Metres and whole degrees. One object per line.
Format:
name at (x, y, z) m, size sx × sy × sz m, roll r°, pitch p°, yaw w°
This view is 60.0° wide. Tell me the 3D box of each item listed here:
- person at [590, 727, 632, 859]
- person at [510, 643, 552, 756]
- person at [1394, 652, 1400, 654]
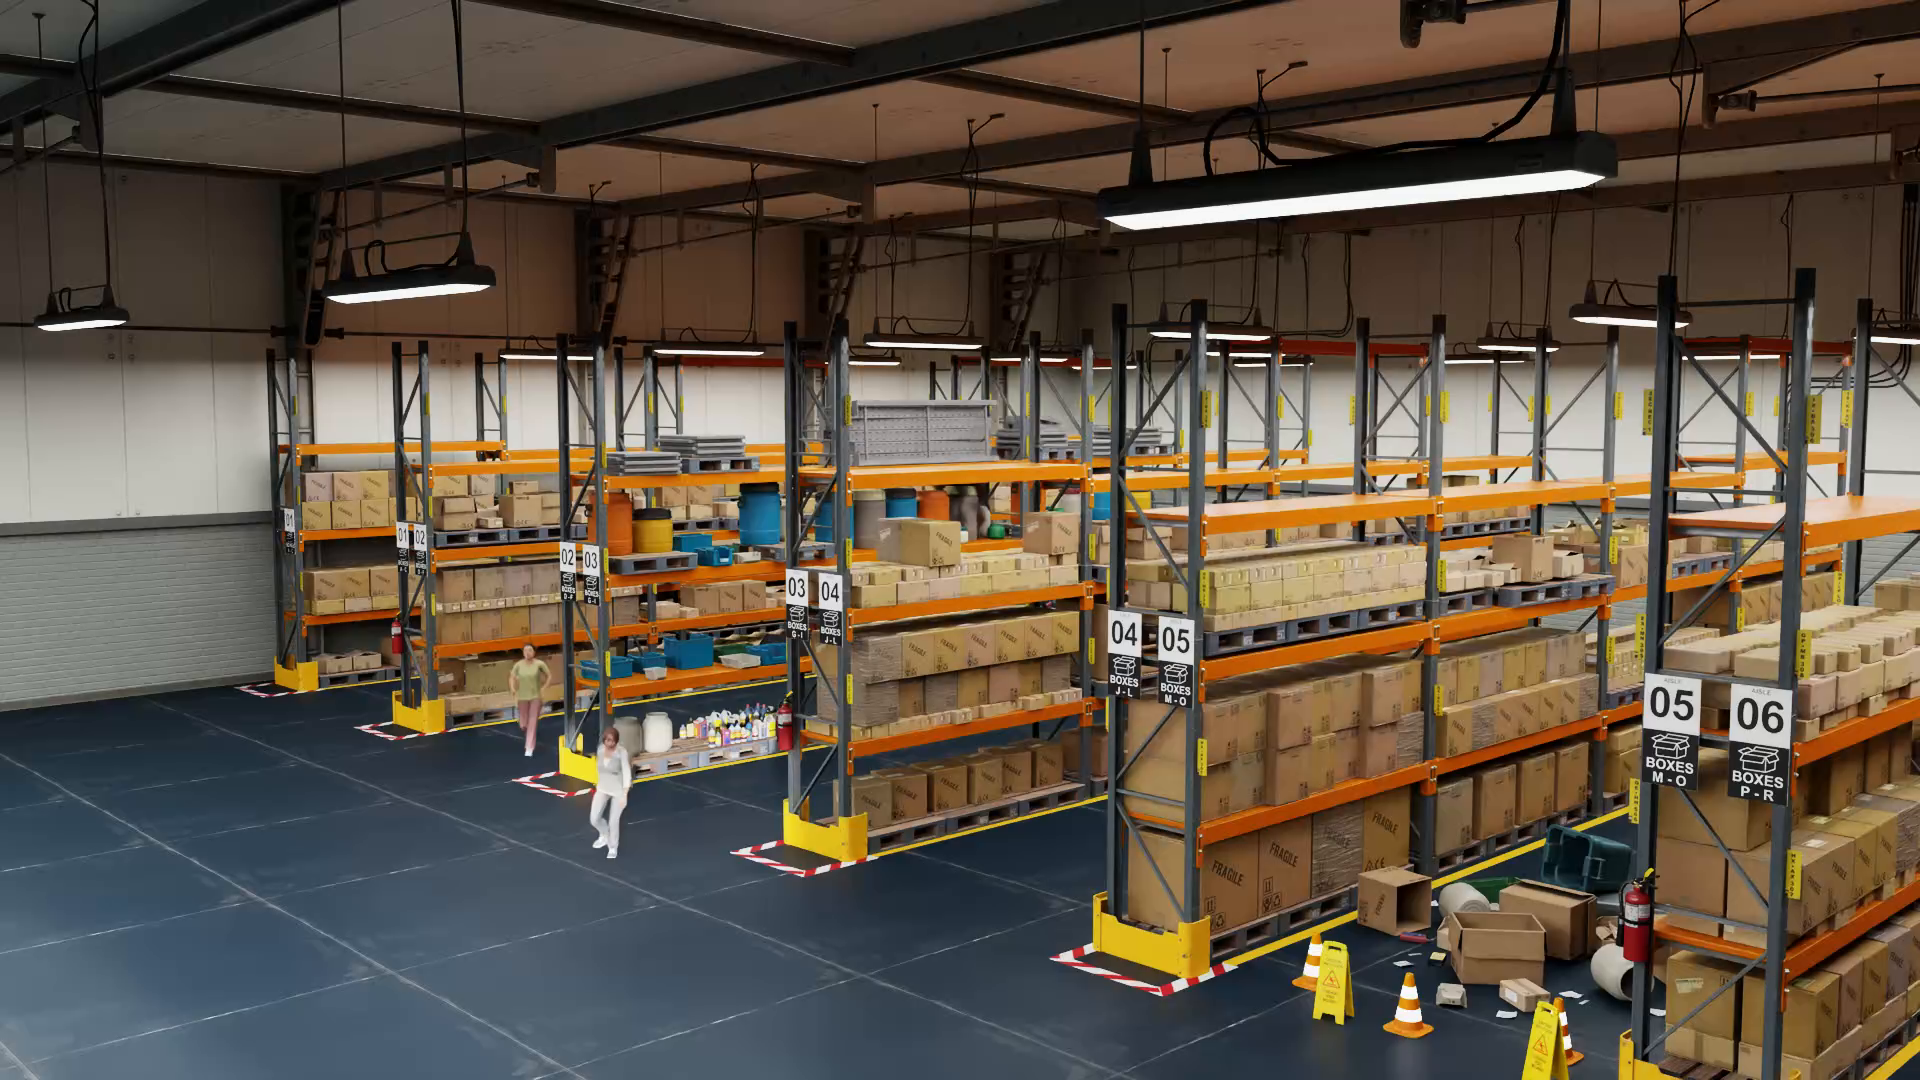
person at (-3.877, 2.804, 18.469) m, size 0.561 × 1.545 × 0.545 m, roll 1°, pitch 5°, yaw 11°
person at (-6.216, 2.281, 24.091) m, size 0.593 × 1.622 × 0.688 m, roll -1°, pitch 5°, yaw -8°
person at (6.267, 2.350, 23.549) m, size 0.544 × 1.601 × 0.702 m, roll 3°, pitch 6°, yaw 32°
